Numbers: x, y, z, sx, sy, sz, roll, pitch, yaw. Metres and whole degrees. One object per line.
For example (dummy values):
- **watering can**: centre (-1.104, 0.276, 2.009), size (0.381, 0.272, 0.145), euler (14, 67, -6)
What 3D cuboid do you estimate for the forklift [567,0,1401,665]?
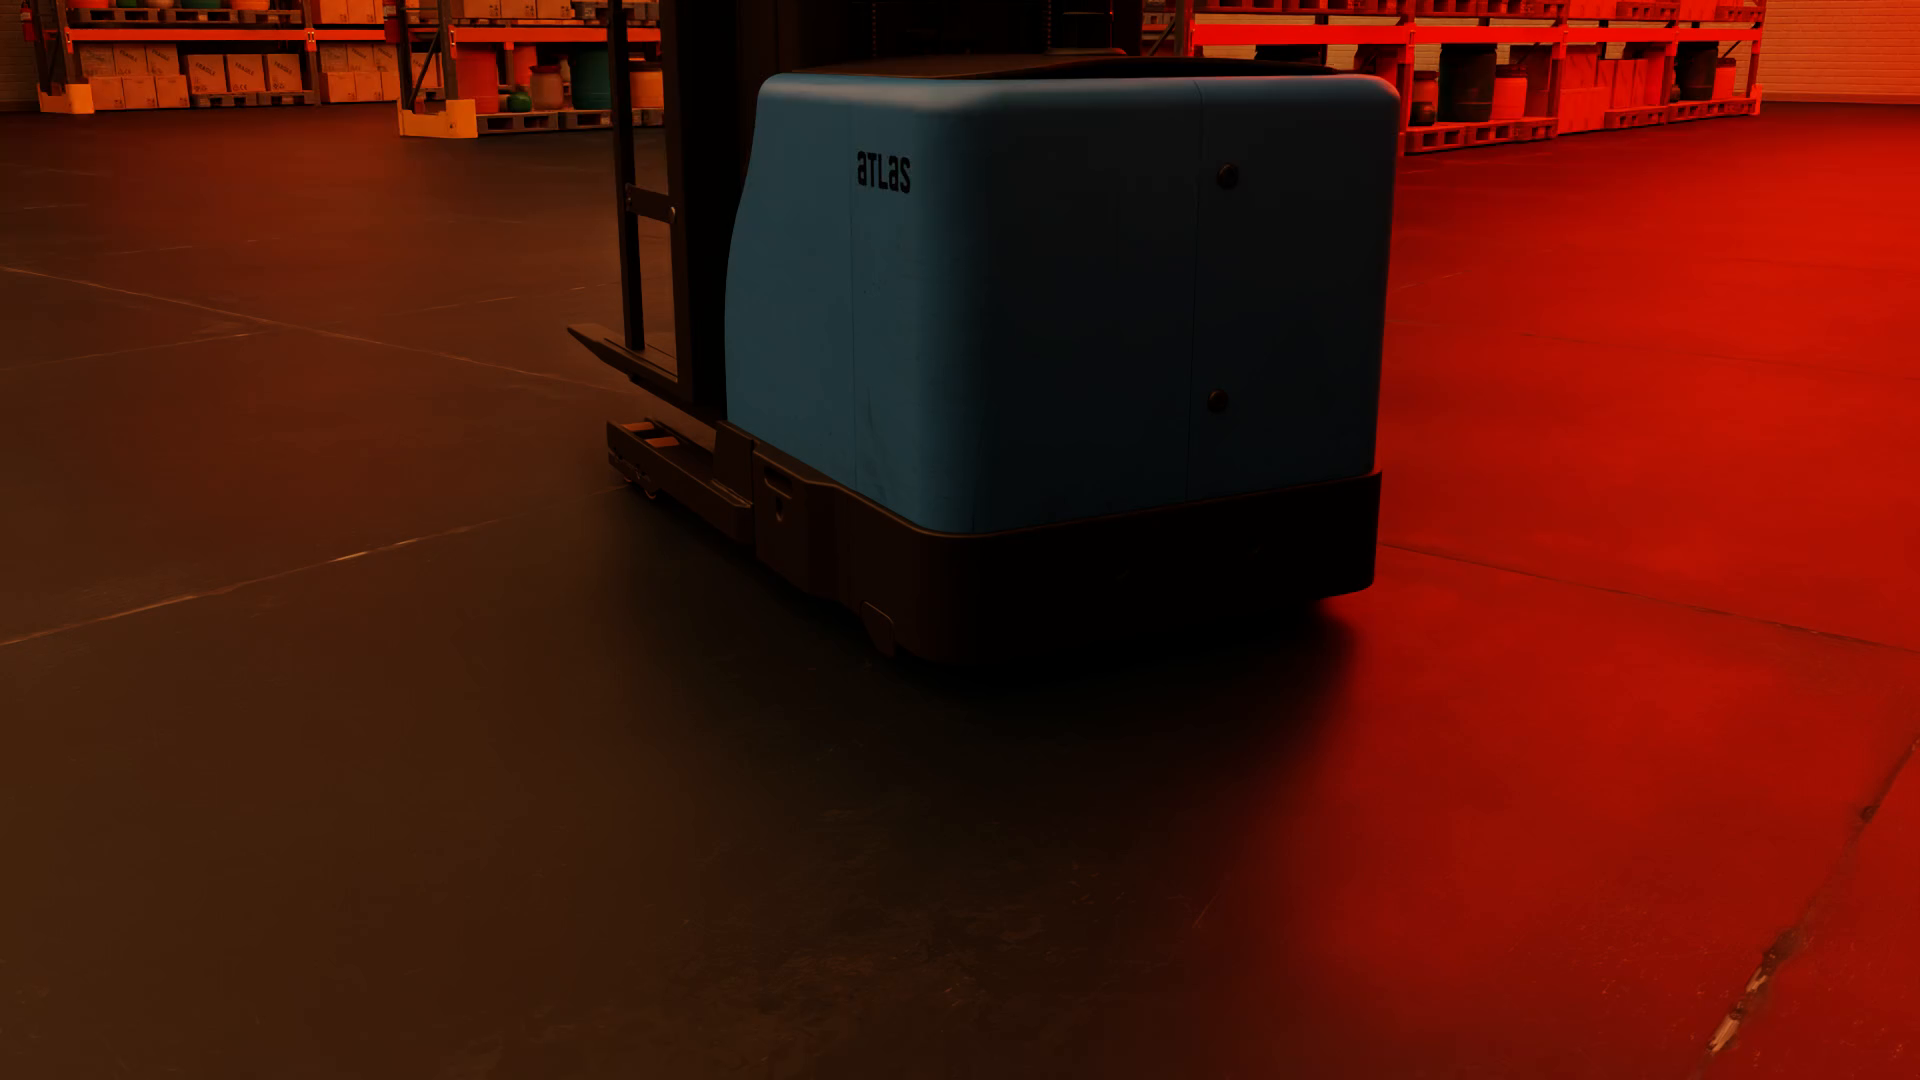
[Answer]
- **forklift**: centre (-0.288, -1.559, 4.031), size (1.130, 2.935, 3.031), euler (-9, 19, -27)
